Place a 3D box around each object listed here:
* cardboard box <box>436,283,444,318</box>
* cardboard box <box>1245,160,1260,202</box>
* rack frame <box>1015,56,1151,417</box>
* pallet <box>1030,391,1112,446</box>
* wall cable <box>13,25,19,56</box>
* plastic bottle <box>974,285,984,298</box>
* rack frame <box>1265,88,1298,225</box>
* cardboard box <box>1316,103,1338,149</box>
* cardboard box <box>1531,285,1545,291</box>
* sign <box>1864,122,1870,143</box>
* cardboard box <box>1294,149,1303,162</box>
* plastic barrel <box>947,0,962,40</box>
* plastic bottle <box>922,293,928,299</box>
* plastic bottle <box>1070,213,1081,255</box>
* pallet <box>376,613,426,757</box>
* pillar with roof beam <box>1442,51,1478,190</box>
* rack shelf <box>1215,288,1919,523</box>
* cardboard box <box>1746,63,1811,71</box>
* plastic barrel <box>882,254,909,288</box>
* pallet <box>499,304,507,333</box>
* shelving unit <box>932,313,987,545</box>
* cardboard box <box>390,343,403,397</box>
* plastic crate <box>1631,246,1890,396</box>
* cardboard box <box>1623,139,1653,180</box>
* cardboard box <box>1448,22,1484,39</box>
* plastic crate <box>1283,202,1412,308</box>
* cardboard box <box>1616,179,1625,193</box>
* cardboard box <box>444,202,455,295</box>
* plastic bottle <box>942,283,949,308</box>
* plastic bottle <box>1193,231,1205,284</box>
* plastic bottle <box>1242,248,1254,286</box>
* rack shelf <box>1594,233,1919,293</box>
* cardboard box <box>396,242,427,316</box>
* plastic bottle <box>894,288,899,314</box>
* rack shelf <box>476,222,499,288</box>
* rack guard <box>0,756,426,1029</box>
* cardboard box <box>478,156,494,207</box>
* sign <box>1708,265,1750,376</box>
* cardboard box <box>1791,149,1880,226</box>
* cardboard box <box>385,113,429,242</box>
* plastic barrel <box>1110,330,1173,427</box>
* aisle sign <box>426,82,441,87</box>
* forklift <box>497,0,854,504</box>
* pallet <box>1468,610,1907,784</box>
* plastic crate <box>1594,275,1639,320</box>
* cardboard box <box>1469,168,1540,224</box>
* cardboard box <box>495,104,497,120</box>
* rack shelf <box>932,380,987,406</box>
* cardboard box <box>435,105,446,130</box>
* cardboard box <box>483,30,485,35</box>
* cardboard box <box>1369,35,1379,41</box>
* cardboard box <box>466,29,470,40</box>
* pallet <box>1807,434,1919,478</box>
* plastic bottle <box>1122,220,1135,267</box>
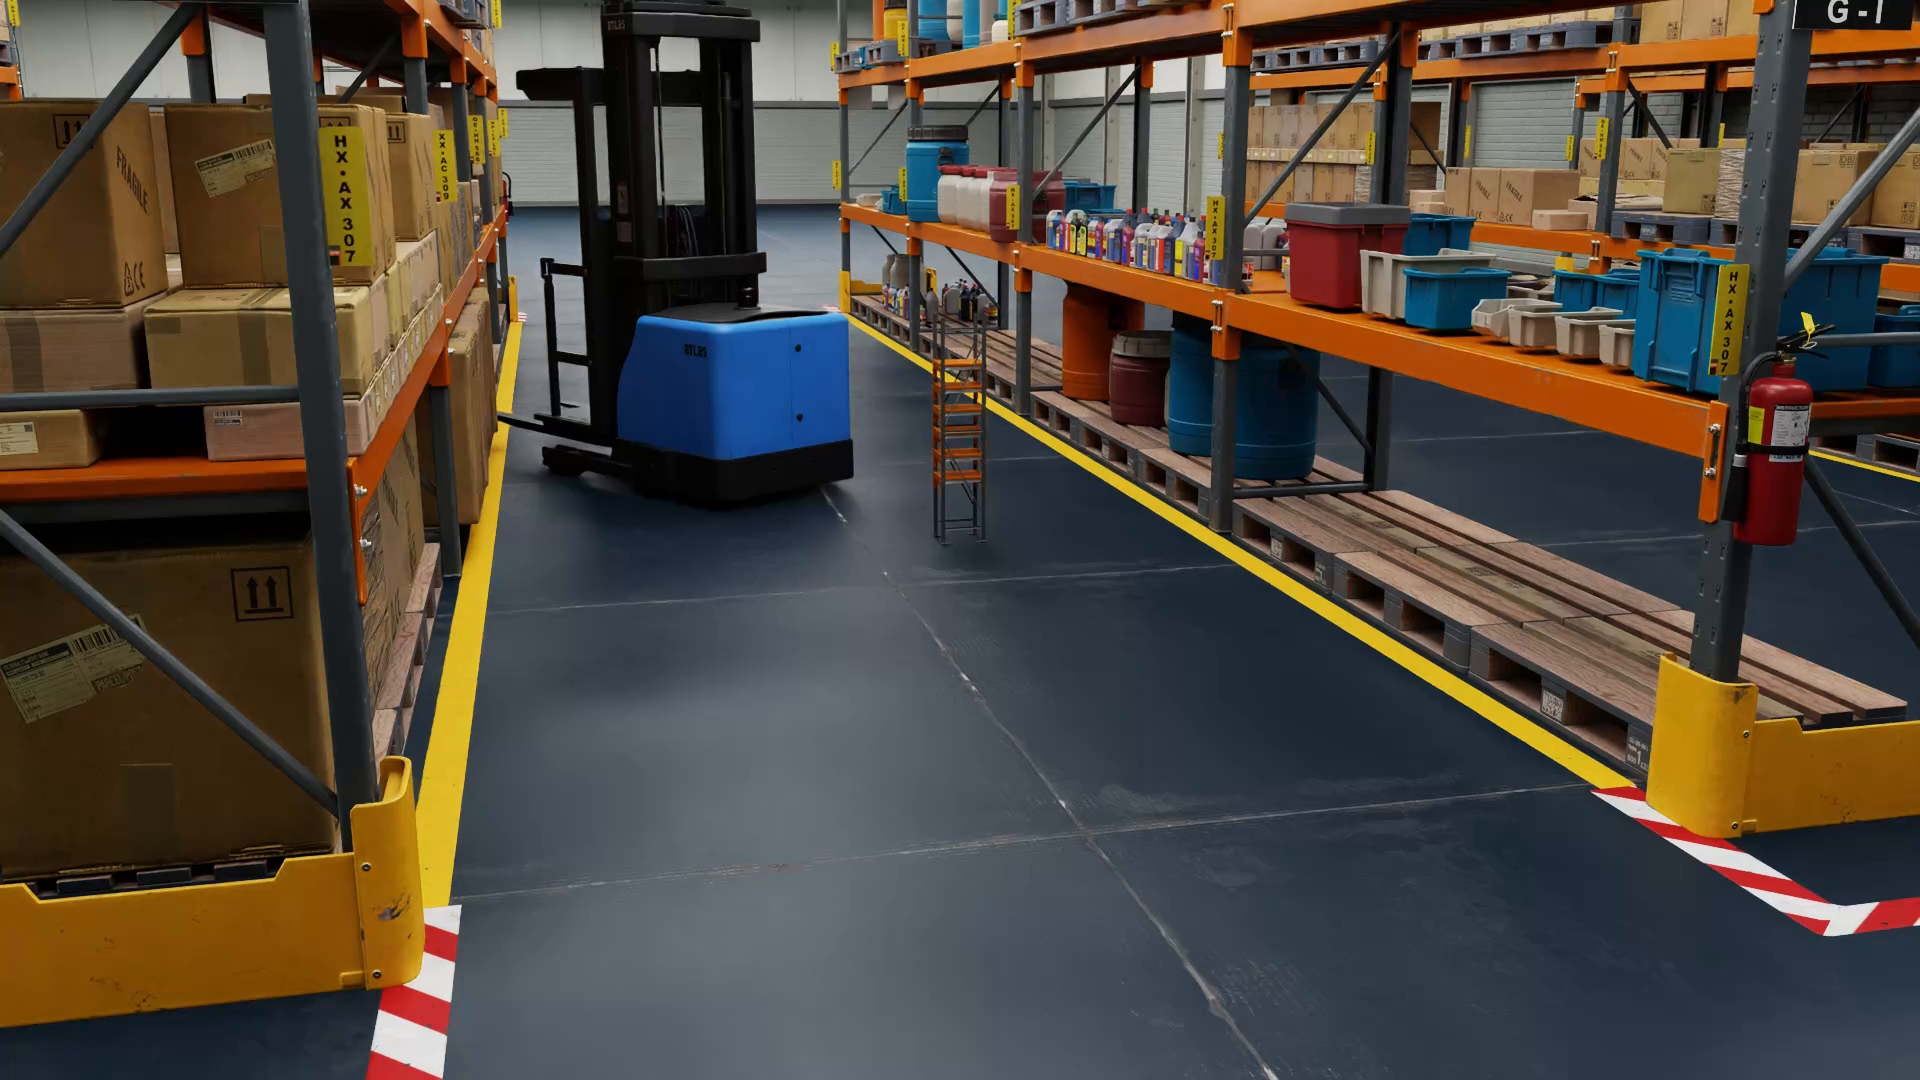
[{"bbox_3d":[-2.554,-1.079,7.551,0.380,0.149,0.250,-3,14,-13],"label":"cardboard box"},{"bbox_3d":[3.965,-4.513,20.867,0.700,0.500,0.500,-3,14,-13],"label":"cardboard box"},{"bbox_3d":[0.931,-2.452,12.642,1.000,3.000,0.127,-3,14,-13],"label":"rack frame"},{"bbox_3d":[1.157,-0.917,12.238,1.003,0.211,1.213,-3,14,-13],"label":"pallet"},{"bbox_3d":[-24.754,-14.665,45.891,3.097,2.526,0.112,-3,14,-13],"label":"wall cable"},{"bbox_3d":[0.205,-2.511,17.538,0.144,0.351,0.185,-3,14,-12],"label":"plastic bottle"},{"bbox_3d":[3.868,-4.572,21.322,1.000,3.000,0.127,-3,14,-13],"label":"rack frame"},{"bbox_3d":[4.460,-4.663,18.747,0.700,0.500,0.500,-3,14,-13],"label":"cardboard box"},{"bbox_3d":[5.140,-2.211,15.383,0.500,0.311,0.500,-3,14,-14],"label":"cardboard box"},{"bbox_3d":[10.160,-4.521,18.672,0.100,0.325,0.005,-3,14,-13],"label":"sign"},{"bbox_3d":[4.111,-4.479,19.362,0.380,0.149,0.250,-3,14,-13],"label":"cardboard box"},{"bbox_3d":[0.081,-5.200,16.451,0.421,0.512,0.421,0,14,0],"label":"plastic barrel"},{"bbox_3d":[-0.347,-2.456,17.471,0.152,0.276,0.135,-3,14,-13],"label":"plastic bottle"},{"bbox_3d":[0.814,-2.137,11.599,0.061,0.283,0.133,-3,14,-13],"label":"plastic bottle"},{"bbox_3d":[-2.551,0.564,6.176,1.003,0.211,1.213,-3,14,-13],"label":"pallet"},{"bbox_3d":[4.094,-8.795,25.964,9.100,9.000,0.400,-3,14,-13],"label":"pillar with roof beam"},{"bbox_3d":[2.340,-0.718,7.062,1.077,0.370,4.000,-3,14,-13],"label":"rack shelf"},{"bbox_3d":[9.262,-5.545,18.732,0.500,0.500,0.500,-3,14,-12],"label":"cardboard box"},{"bbox_3d":[-0.719,-3.145,19.837,0.421,0.512,0.421,0,14,0],"label":"plastic barrel"},{"bbox_3d":[-5.588,-2.460,18.550,1.003,0.211,1.213,-3,14,-13],"label":"pallet"},{"bbox_3d":[-0.003,-0.586,8.798,0.258,1.200,0.189,-3,14,-13],"label":"shelving unit"},{"bbox_3d":[-2.010,-0.545,5.368,0.380,0.149,0.250,-4,14,-14],"label":"cardboard box"},{"bbox_3d":[2.550,-0.719,5.350,0.616,0.435,0.499,-3,14,-13],"label":"plastic crate"},{"bbox_3d":[8.724,-4.790,20.905,0.500,0.500,0.500,-4,14,-15],"label":"cardboard box"},{"bbox_3d":[5.074,-4.969,16.055,0.500,0.250,0.500,-5,15,-19],"label":"cardboard box"},{"bbox_3d":[1.836,-1.369,7.950,0.402,0.464,0.583,-3,14,-13],"label":"plastic crate"},{"bbox_3d":[8.624,-4.537,21.451,0.500,0.250,0.500,-4,14,-15],"label":"cardboard box"},{"bbox_3d":[-2.928,-1.537,8.689,0.500,0.500,0.500,-3,14,-13],"label":"cardboard box"},{"bbox_3d":[-0.161,-2.726,18.563,0.061,0.283,0.133,-3,14,-13],"label":"plastic bottle"},{"bbox_3d":[1.365,-1.596,9.385,0.061,0.283,0.133,-3,14,-13],"label":"plastic bottle"},{"bbox_3d":[1.581,-1.517,9.233,0.097,0.201,0.097,0,14,0],"label":"plastic bottle"},{"bbox_3d":[6.216,-1.916,11.965,1.077,0.370,4.000,-3,14,-13],"label":"rack shelf"},{"bbox_3d":[-2.341,-1.000,6.390,0.500,0.250,0.500,-3,14,-12],"label":"cardboard box"},{"bbox_3d":[-0.673,-2.601,18.075,0.097,0.271,0.097,0,14,0],"label":"plastic bottle"},{"bbox_3d":[-4.353,-2.288,13.486,1.077,0.370,4.000,-3,14,-13],"label":"rack shelf"},{"bbox_3d":[-1.999,0.890,4.232,1.175,0.500,0.348,-3,14,-13],"label":"rack guard"},{"bbox_3d":[-4.868,-3.399,15.681,0.875,0.500,0.500,-3,14,-13],"label":"cardboard box"},{"bbox_3d":[2.279,-0.651,4.927,0.100,0.325,0.005,-3,14,-13],"label":"sign"},{"bbox_3d":[6.211,-2.461,11.584,0.700,0.500,0.500,-7,16,-27],"label":"cardboard box"},{"bbox_3d":[-2.462,-1.482,6.781,0.500,0.500,0.500,-3,14,-13],"label":"cardboard box"},{"bbox_3d":[1.328,-1.112,11.354,0.600,0.588,0.708,-3,14,-13],"label":"plastic barrel"},{"bbox_3d":[-6.068,-5.282,18.747,0.394,0.787,0.004,-3,14,-13],"label":"aisle sign"},{"bbox_3d":[-2.053,-1.909,10.565,3.031,2.935,1.130,13,19,43],"label":"forklift"},{"bbox_3d":[2.654,0.556,6.206,1.003,0.211,1.213,-3,14,-13],"label":"pallet"},{"bbox_3d":[2.763,-0.933,6.652,0.416,0.233,0.300,-3,14,-13],"label":"plastic crate"},{"bbox_3d":[5.213,-3.283,15.834,0.500,0.500,0.500,-3,14,-13],"label":"cardboard box"},{"bbox_3d":[-5.393,-4.587,18.437,0.500,0.500,0.500,-3,14,-13],"label":"cardboard box"},{"bbox_3d":[-0.003,-0.776,8.752,0.258,0.103,0.180,-3,14,-13],"label":"rack shelf"},{"bbox_3d":[-3.727,-2.542,10.687,0.797,0.503,0.637,-3,14,-11],"label":"cardboard box"},{"bbox_3d":[-4.849,-5.010,16.271,0.380,0.149,0.250,-4,14,-14],"label":"cardboard box"},{"bbox_3d":[4.819,-5.591,18.179,0.500,0.311,0.500,-4,14,-16],"label":"cardboard box"},{"bbox_3d":[-3.866,-3.801,12.160,0.500,0.250,0.500,-3,14,-12],"label":"cardboard box"},{"bbox_3d":[6.458,-0.635,11.082,1.003,0.211,1.213,-3,14,-13],"label":"pallet"},{"bbox_3d":[1.075,-1.881,10.552,0.061,0.283,0.133,-3,14,-13],"label":"plastic bottle"}]
